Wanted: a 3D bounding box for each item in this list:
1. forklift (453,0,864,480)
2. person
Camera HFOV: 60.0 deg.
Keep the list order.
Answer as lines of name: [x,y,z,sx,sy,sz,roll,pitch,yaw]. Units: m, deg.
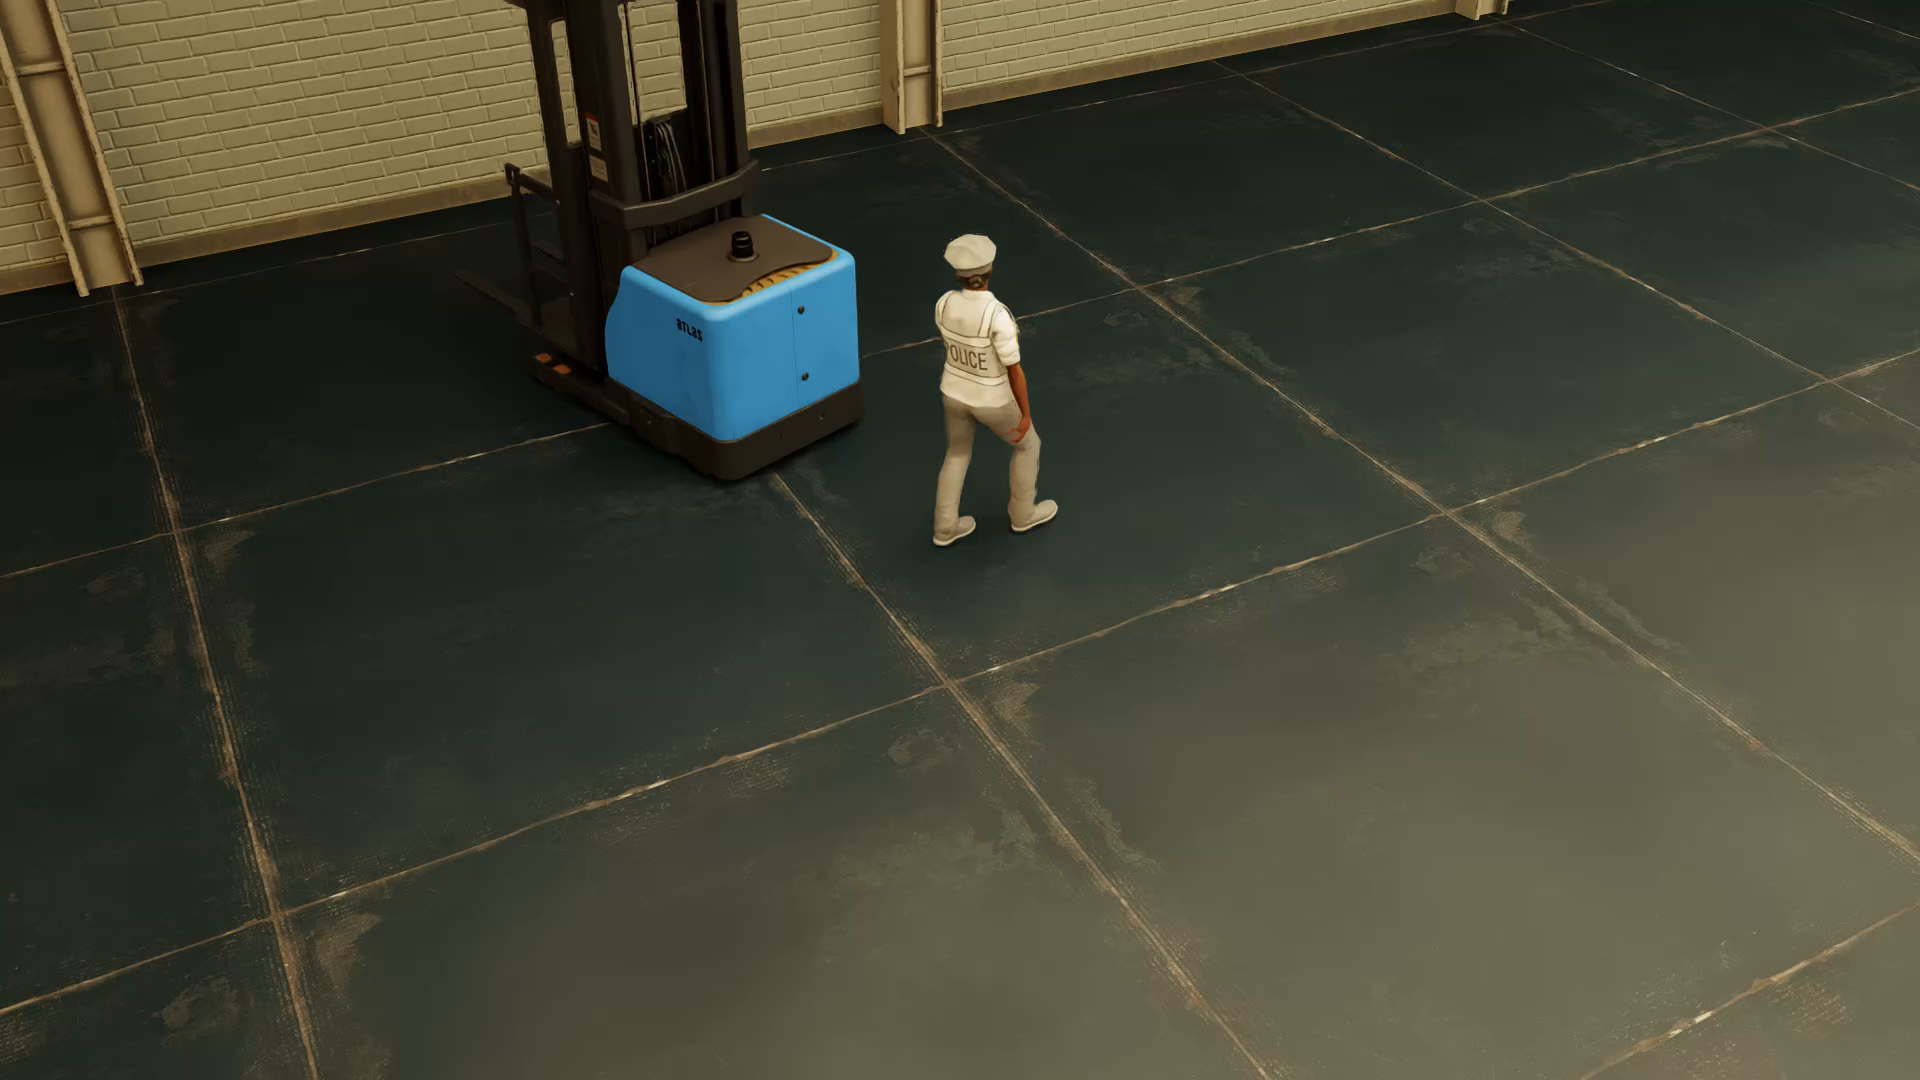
forklift: [-1.957,-2.265,9.327,3.031,2.935,1.130,30,45,35]
person: [0.140,-0.734,8.306,0.568,1.623,0.605,19,40,25]
